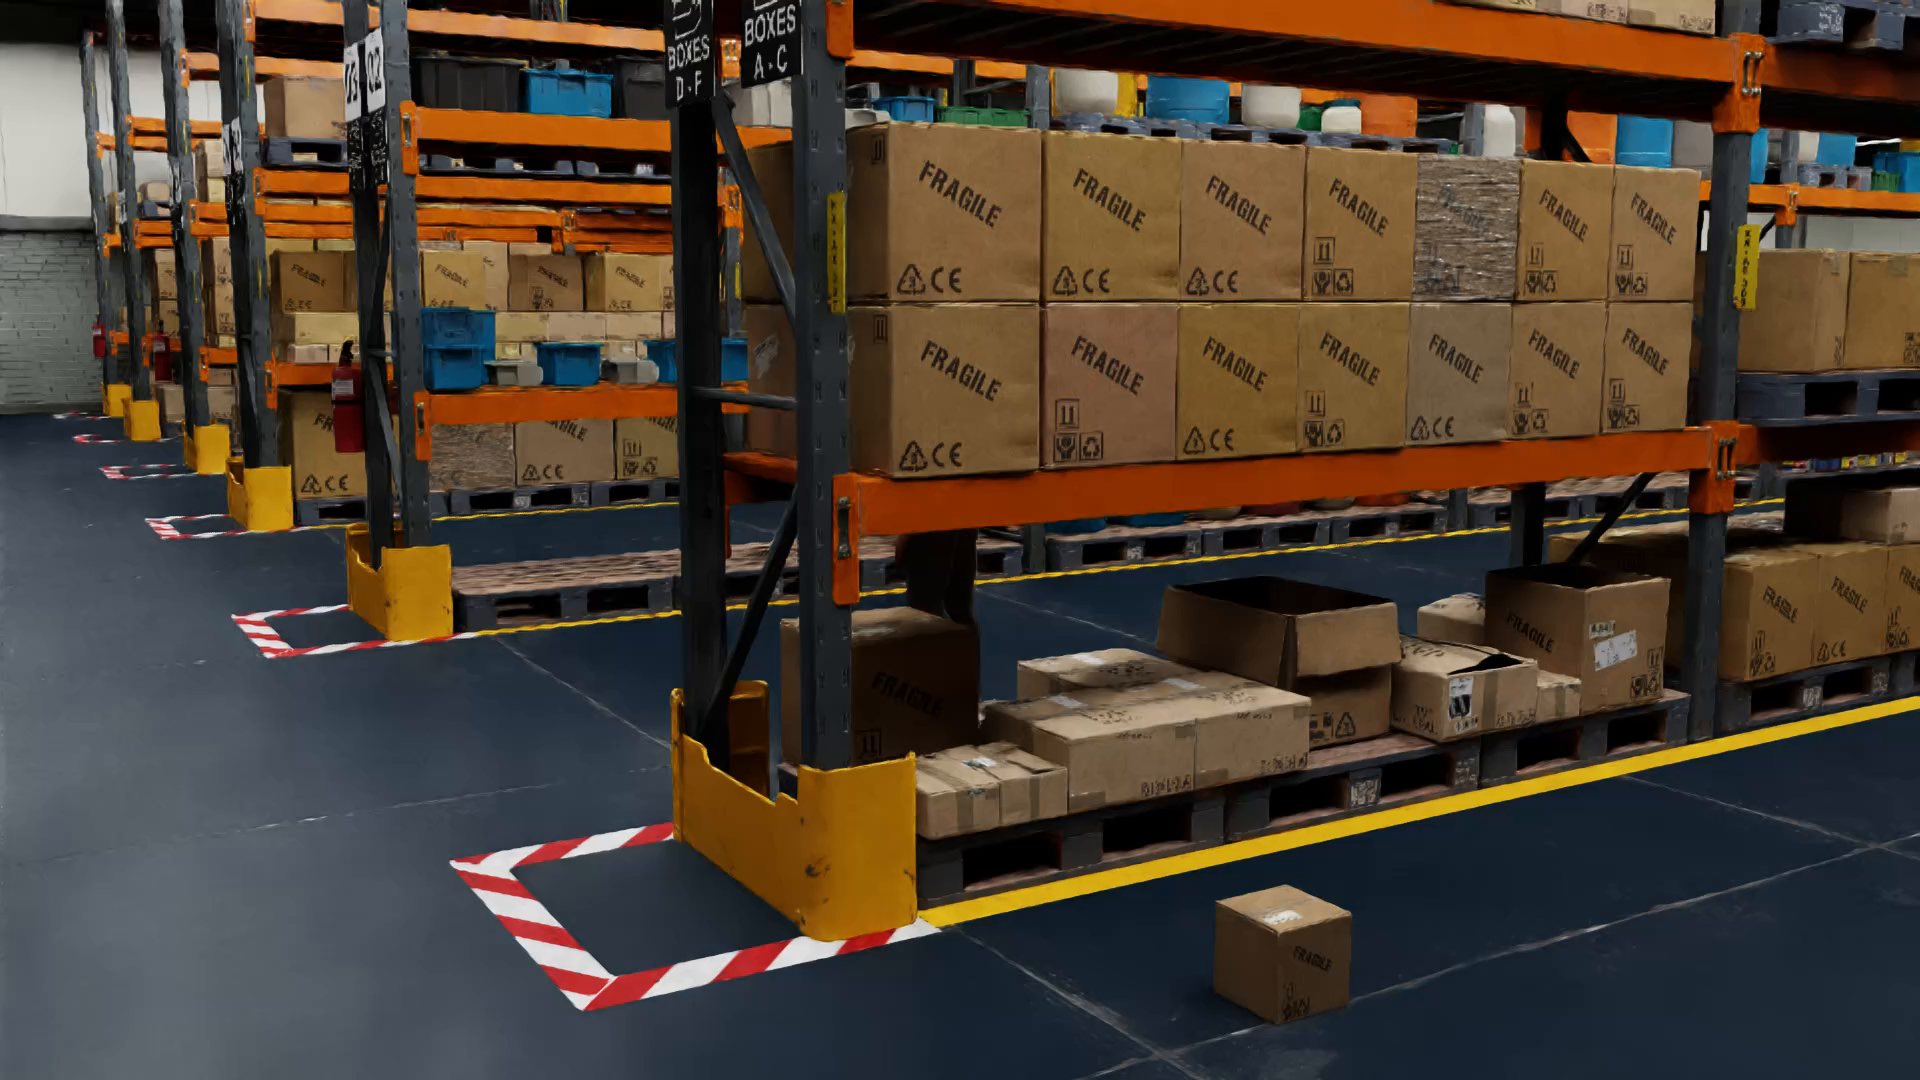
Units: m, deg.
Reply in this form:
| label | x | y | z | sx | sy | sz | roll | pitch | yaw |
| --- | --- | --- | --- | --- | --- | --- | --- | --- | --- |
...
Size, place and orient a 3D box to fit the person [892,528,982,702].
| label | x | y | z | sx | sy | sz | roll | pitch | yaw |
| --- | --- | --- | --- | --- | --- | --- | --- | --- | --- |
| person | -0.069 | -0.041 | 7.243 | 0.351 | 1.704 | 0.540 | 5 | 10 | 31 |
